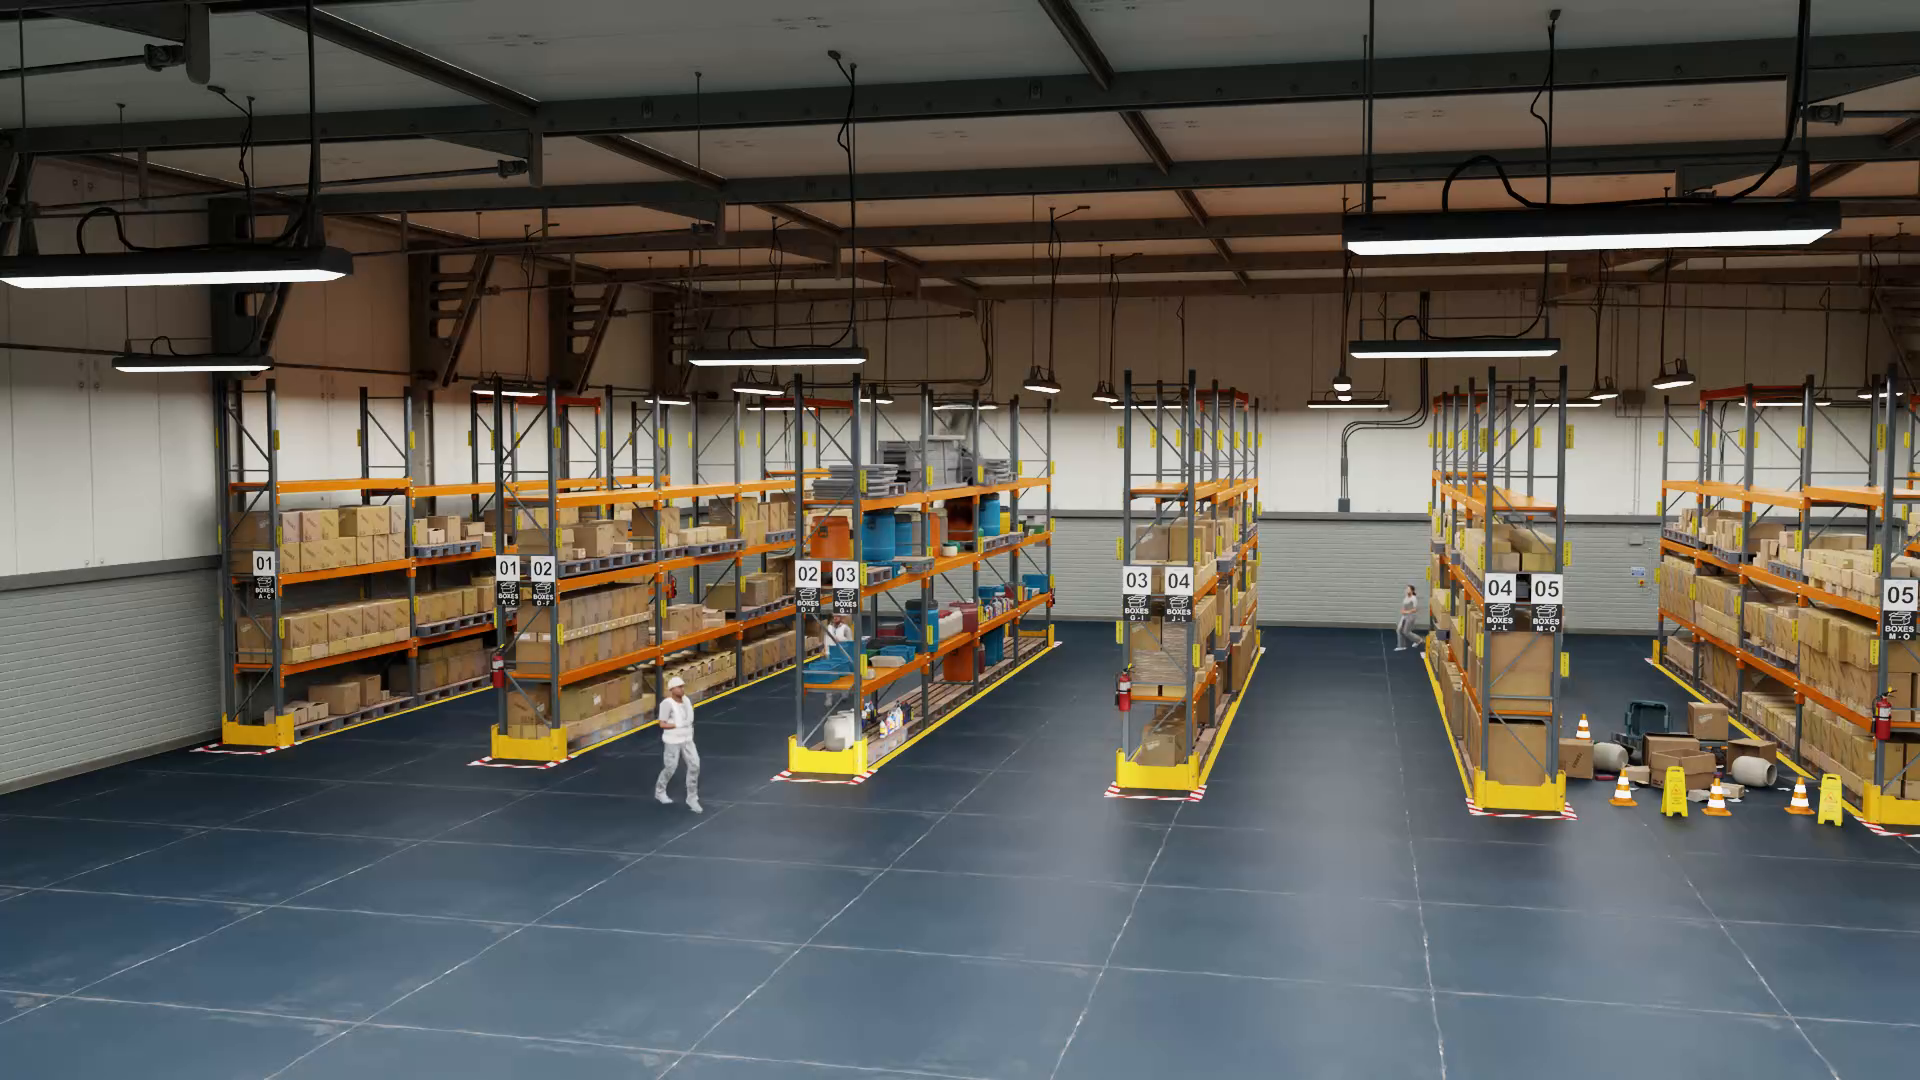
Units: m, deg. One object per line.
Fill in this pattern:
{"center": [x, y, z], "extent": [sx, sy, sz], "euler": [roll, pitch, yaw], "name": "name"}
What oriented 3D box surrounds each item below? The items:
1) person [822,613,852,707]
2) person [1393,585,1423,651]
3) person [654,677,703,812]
{"center": [-2.334, 2.209, 31.600], "extent": [0.635, 1.817, 0.836], "euler": [1, 3, 11], "name": "person"}
{"center": [10.713, 1.865, 39.444], "extent": [0.719, 1.597, 0.625], "euler": [0, 3, -8], "name": "person"}
{"center": [-3.832, 2.763, 22.486], "extent": [0.808, 1.847, 0.660], "euler": [3, 4, 39], "name": "person"}
